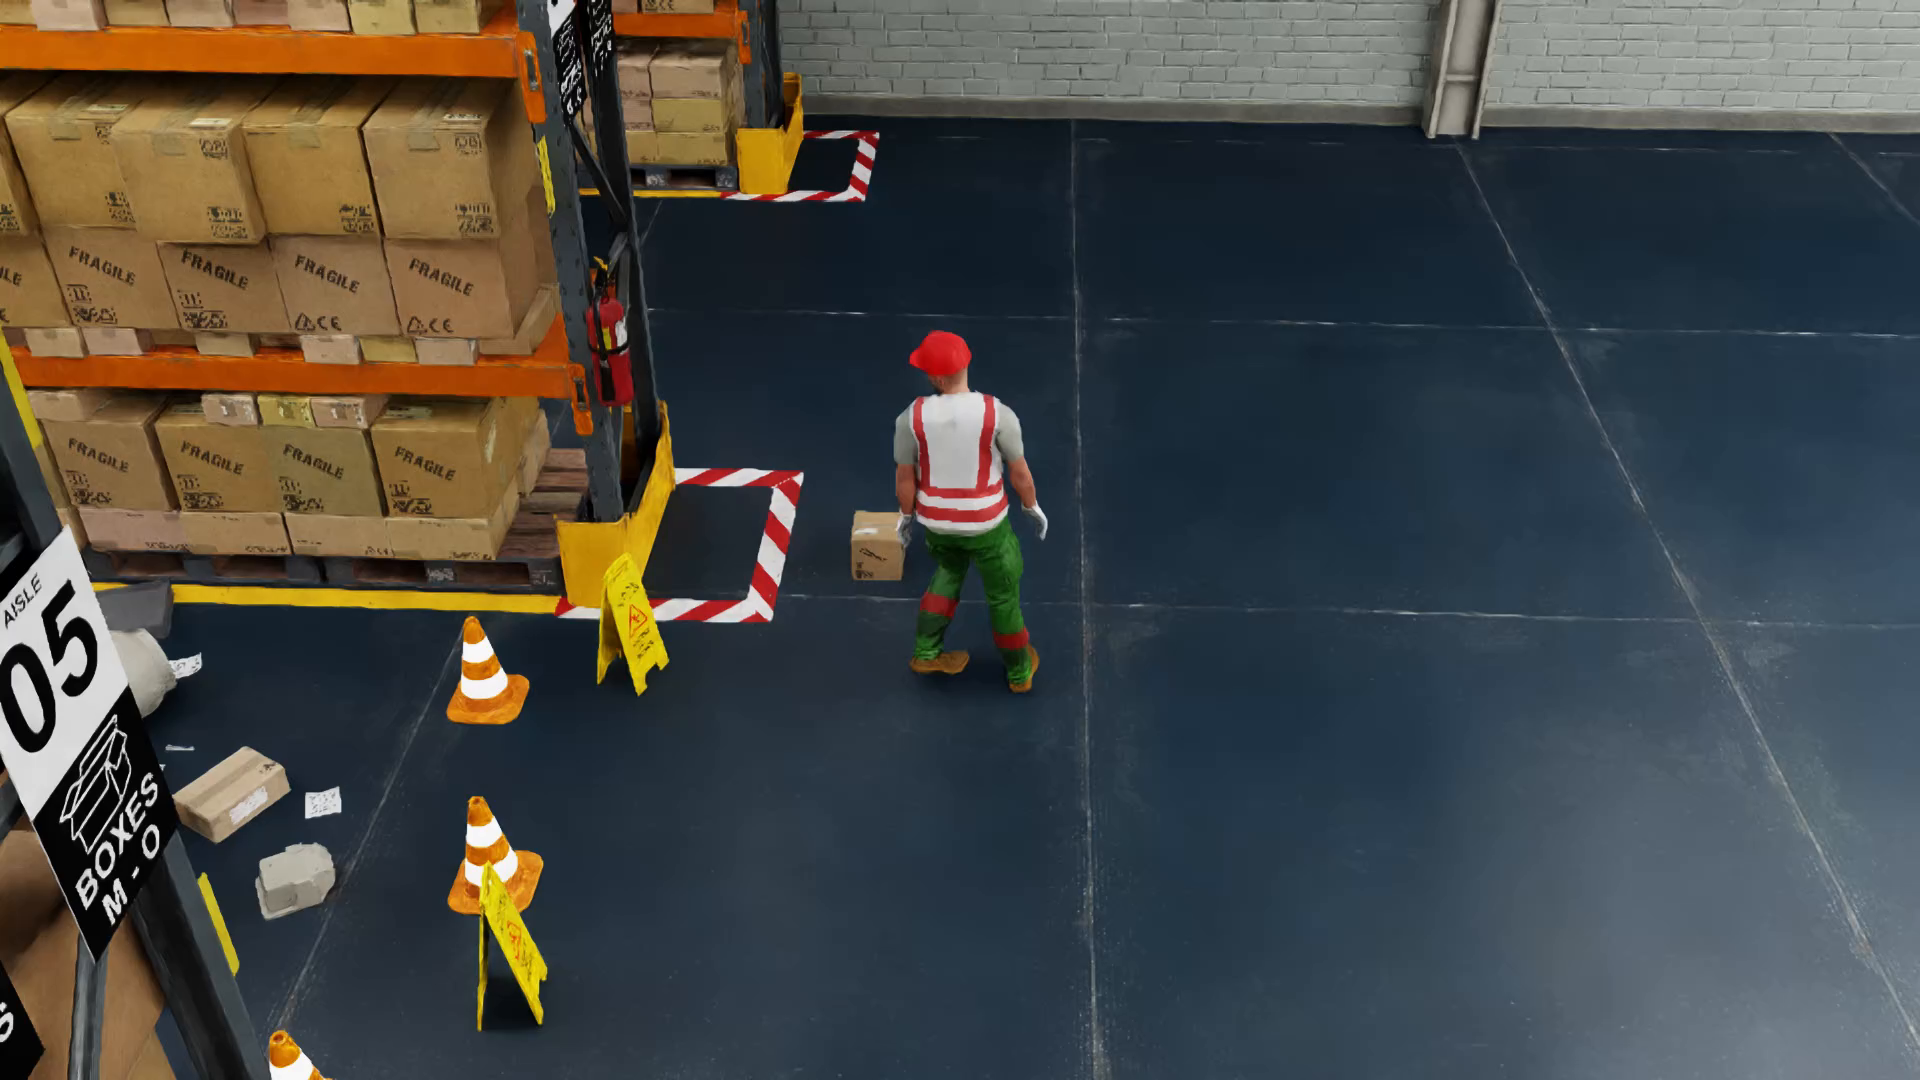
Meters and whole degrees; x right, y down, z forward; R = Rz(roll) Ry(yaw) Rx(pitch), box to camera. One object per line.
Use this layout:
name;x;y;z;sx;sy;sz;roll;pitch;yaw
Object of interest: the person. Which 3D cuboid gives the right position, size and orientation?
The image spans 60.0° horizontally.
person;0.048;-0.108;7.257;0.645;1.762;0.420;9;36;13
